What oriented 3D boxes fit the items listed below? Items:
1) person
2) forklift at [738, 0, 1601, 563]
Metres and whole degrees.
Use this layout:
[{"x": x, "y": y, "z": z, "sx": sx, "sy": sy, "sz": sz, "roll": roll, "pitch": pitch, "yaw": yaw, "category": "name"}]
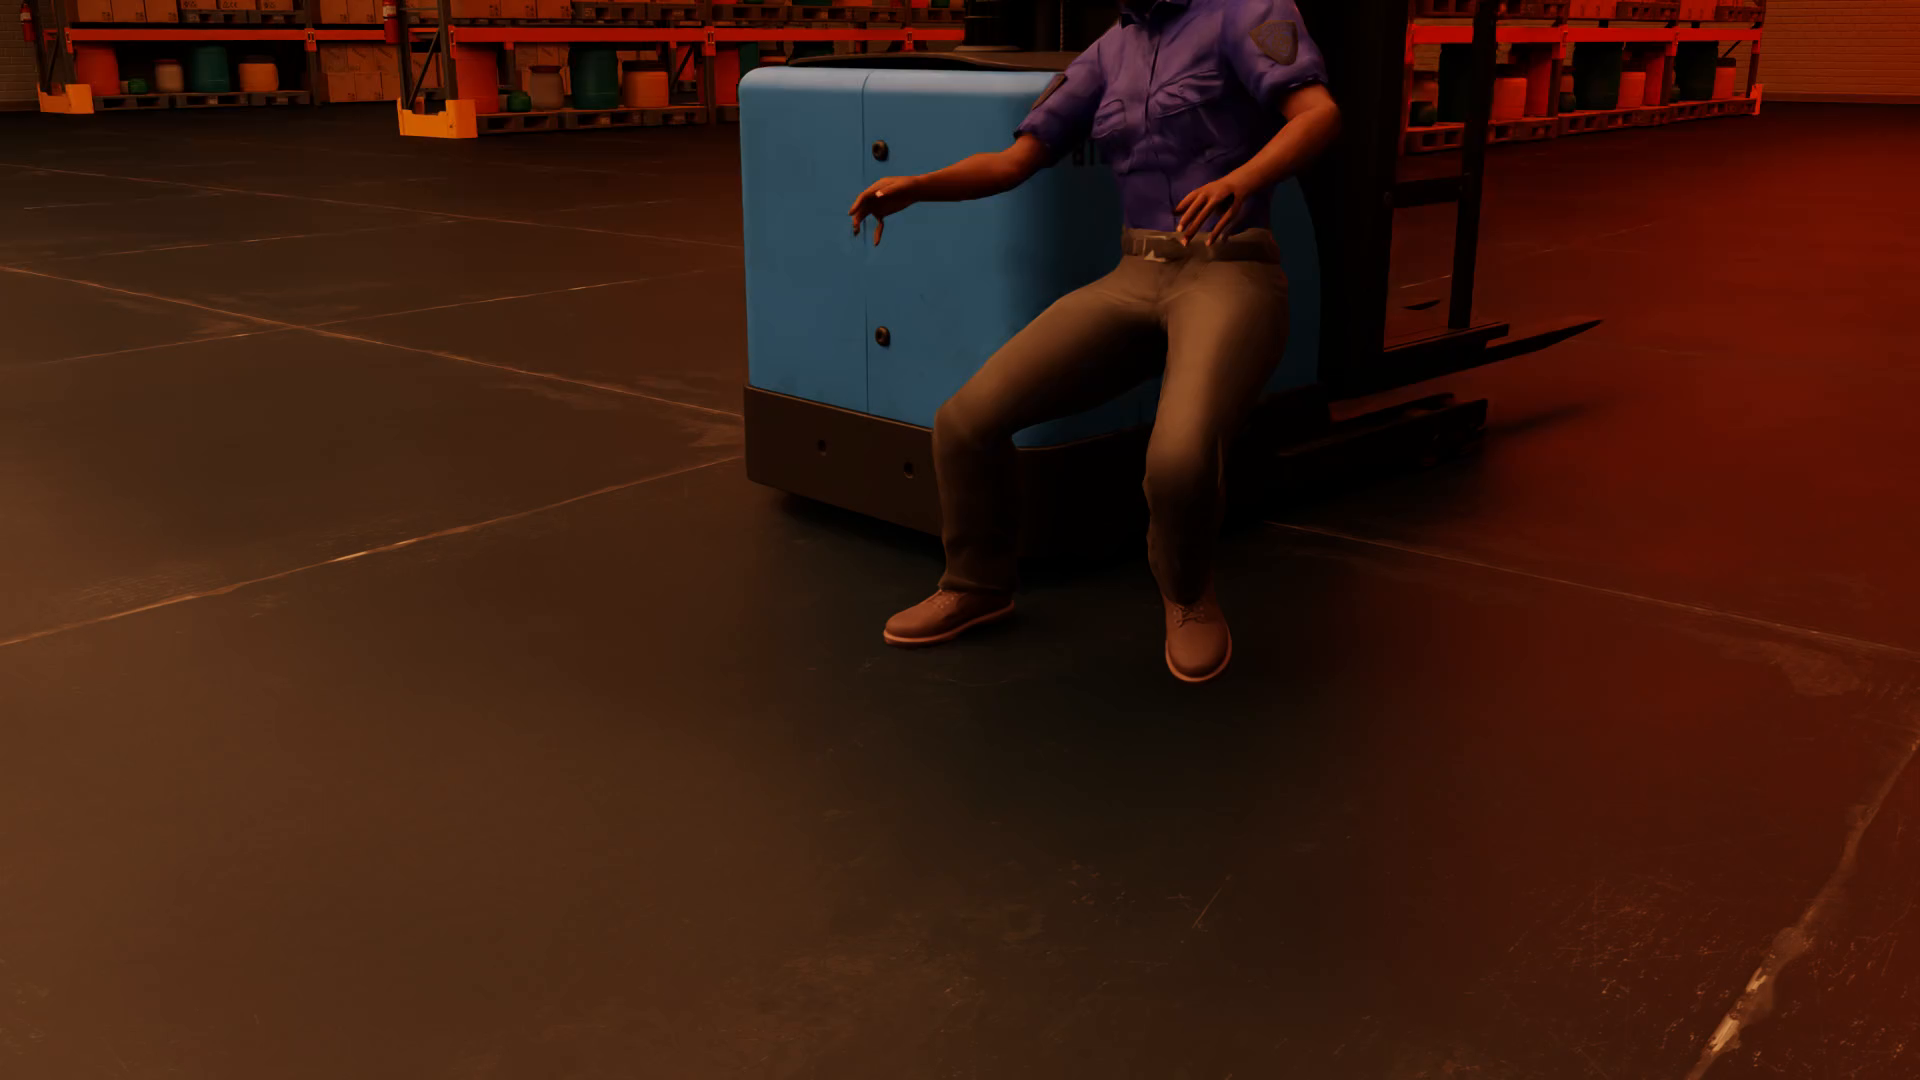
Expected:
[{"x": 0.212, "y": -0.431, "z": 2.880, "sx": 0.718, "sy": 1.444, "sz": 0.842, "roll": -14, "pitch": 22, "yaw": -39, "category": "person"}, {"x": 0.861, "y": -1.699, "z": 4.492, "sx": 3.031, "sy": 2.935, "sz": 1.130, "roll": -16, "pitch": 23, "yaw": -42, "category": "forklift"}]
